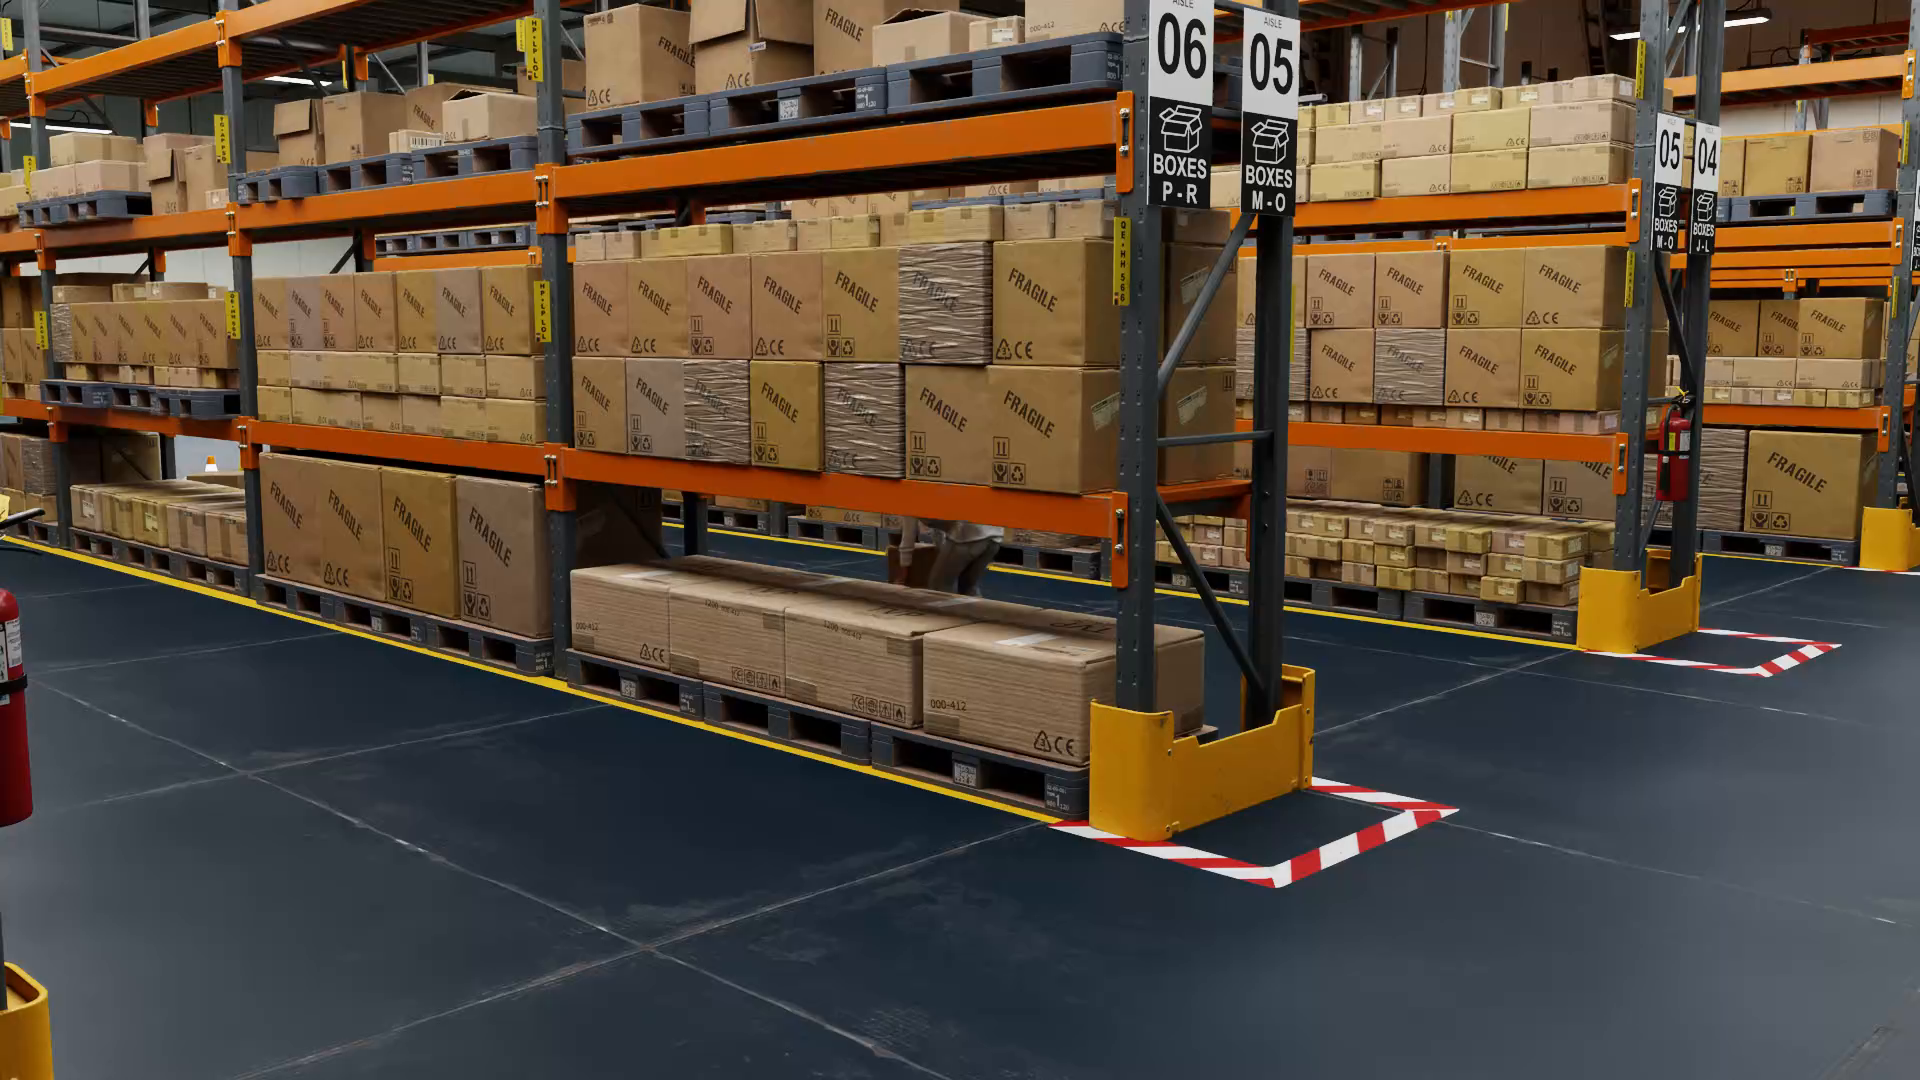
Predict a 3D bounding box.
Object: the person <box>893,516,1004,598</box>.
[{"bbox_3d":[-0.110,0.147,9.702,0.829,1.164,0.394,6,10,41],"label":"person"}]
